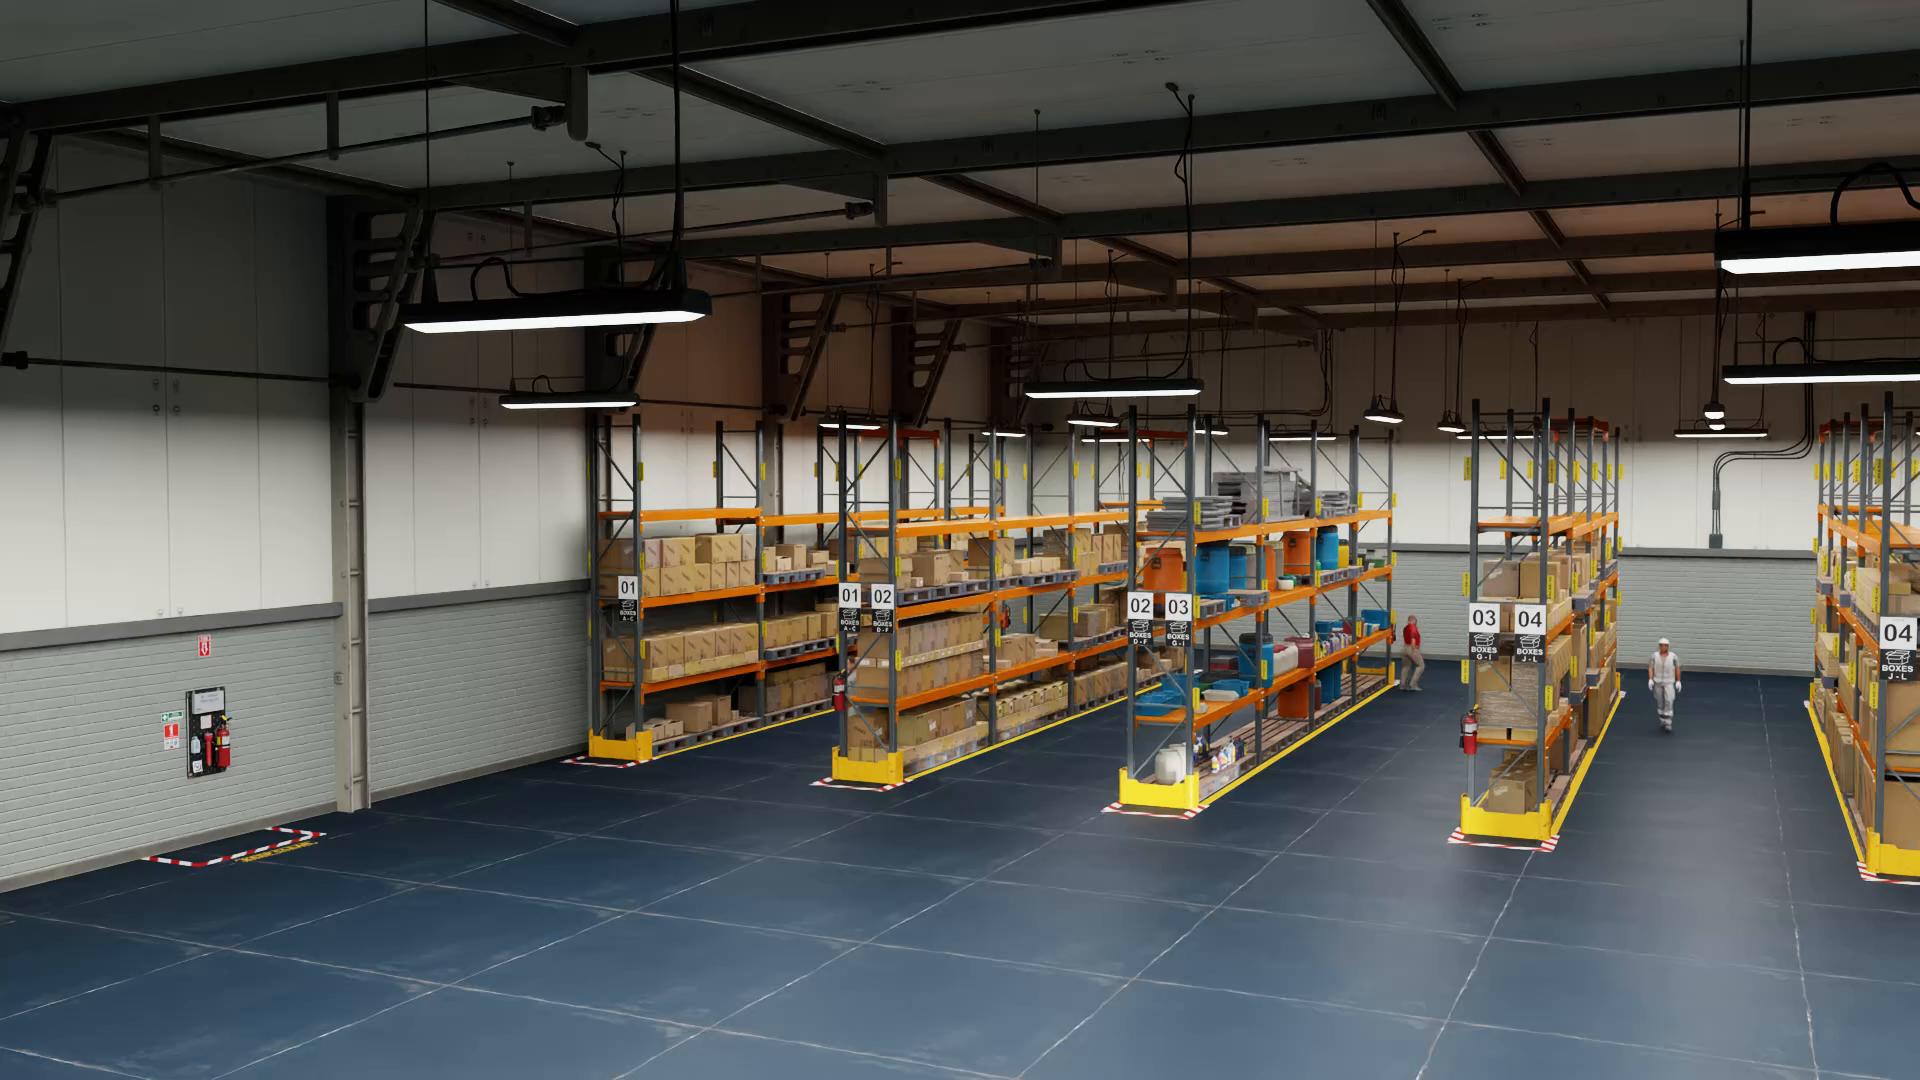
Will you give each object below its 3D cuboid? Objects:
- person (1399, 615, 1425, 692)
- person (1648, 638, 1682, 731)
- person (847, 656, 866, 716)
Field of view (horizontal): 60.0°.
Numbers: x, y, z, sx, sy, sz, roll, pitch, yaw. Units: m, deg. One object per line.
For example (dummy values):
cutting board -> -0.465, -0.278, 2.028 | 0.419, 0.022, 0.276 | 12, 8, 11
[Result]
person -> 10.288, 2.579, 37.978 | 0.522, 1.731, 0.563 | -1, 2, -20
person -> 13.614, 2.773, 32.168 | 0.572, 1.745, 0.924 | 2, 3, 34
person -> -2.016, 2.937, 29.949 | 0.520, 1.666, 0.771 | 2, 3, 41
